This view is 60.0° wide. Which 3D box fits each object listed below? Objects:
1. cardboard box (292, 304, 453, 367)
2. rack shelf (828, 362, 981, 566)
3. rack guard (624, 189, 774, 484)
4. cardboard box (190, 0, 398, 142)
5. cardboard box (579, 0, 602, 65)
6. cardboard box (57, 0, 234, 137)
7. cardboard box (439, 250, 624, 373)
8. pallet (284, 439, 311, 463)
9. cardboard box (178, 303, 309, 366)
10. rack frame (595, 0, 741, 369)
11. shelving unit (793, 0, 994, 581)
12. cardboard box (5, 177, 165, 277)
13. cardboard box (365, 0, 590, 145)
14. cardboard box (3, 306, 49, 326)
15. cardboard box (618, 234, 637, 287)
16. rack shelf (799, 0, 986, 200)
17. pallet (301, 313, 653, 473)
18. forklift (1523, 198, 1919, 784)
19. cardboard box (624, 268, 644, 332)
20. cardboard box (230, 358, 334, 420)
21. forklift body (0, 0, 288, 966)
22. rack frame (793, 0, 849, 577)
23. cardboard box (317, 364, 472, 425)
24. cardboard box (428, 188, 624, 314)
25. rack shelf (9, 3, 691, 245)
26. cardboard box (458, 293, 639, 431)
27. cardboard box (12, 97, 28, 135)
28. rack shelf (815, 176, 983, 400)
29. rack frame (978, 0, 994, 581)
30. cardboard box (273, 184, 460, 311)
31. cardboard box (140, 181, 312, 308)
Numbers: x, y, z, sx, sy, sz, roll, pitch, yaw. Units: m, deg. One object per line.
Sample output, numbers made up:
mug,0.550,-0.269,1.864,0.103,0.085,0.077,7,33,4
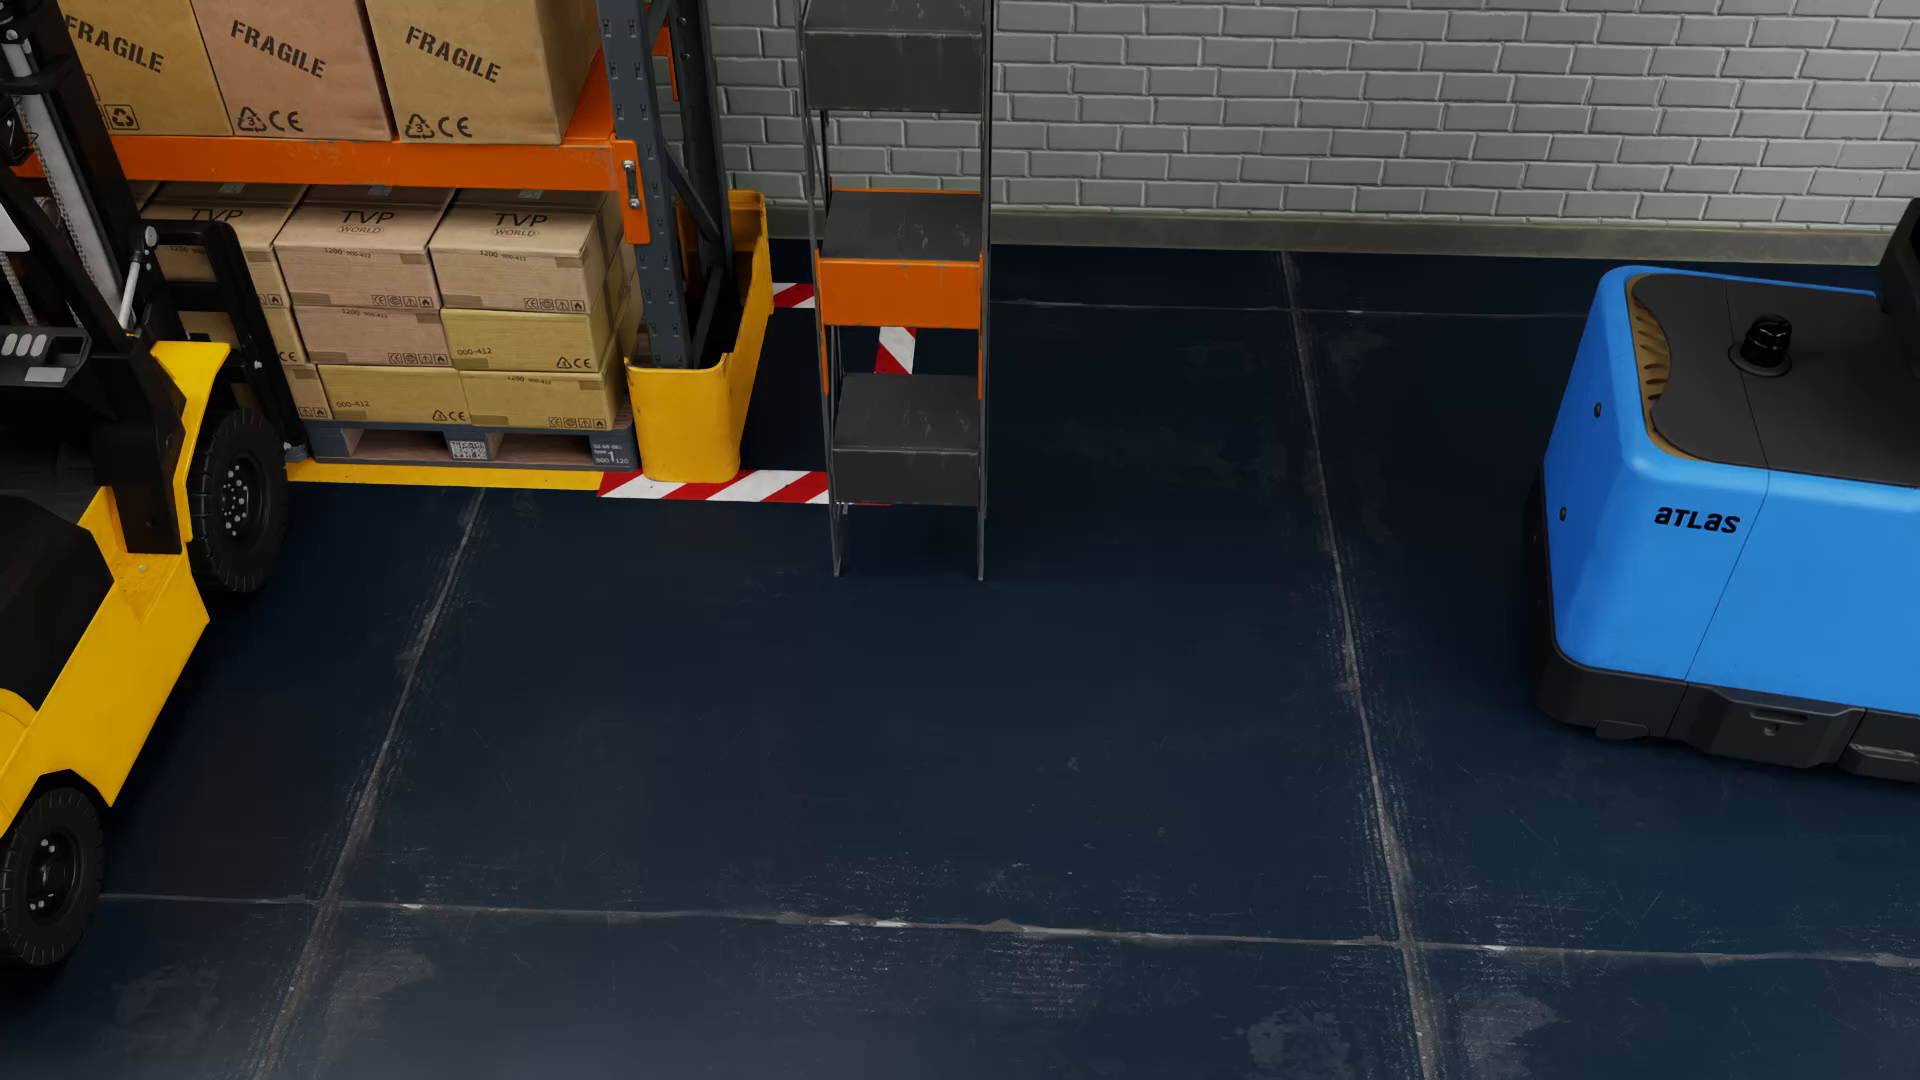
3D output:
cardboard box,-1.977,-0.858,5.813,0.500,0.250,0.500,1,43,1
rack shelf,-0.165,-0.251,5.526,0.480,0.518,0.431,2,43,2
rack guard,-0.952,-0.787,6.228,0.348,0.500,1.175,2,43,2
cardboard box,-1.998,-1.598,5.191,0.500,0.500,0.500,3,43,3
cardboard box,-1.459,-1.944,5.562,0.500,0.500,0.500,3,43,3
cardboard box,-2.510,-1.613,5.208,0.500,0.500,0.500,1,43,1
cardboard box,-1.477,-0.835,5.788,0.500,0.250,0.500,1,43,1
pallet,-2.958,-0.717,6.364,1.213,0.211,1.003,2,43,2
cardboard box,-2.494,-0.860,5.814,0.500,0.250,0.500,1,43,1
rack frame,-0.976,-1.703,5.377,0.127,3.000,1.000,2,43,2
shelving unit,-0.165,-0.773,5.040,0.503,2.100,0.431,2,43,2
cardboard box,-2.971,-1.059,5.662,0.500,0.250,0.500,1,43,1
cardboard box,-1.480,-1.576,5.167,0.500,0.500,0.500,1,43,1
cardboard box,-2.994,-0.877,5.834,0.500,0.250,0.500,2,43,2
cardboard box,-1.437,-1.189,6.168,0.500,0.250,0.500,2,43,3
rack shelf,-0.165,-1.276,4.572,0.480,0.518,0.431,2,43,2
pallet,-1.742,-0.677,6.322,1.213,0.211,1.003,2,43,2
forklift,3.339,-0.615,4.260,3.031,2.935,1.130,8,44,9
cardboard box,-1.458,-0.998,6.330,0.500,0.250,0.500,2,43,2
cardboard box,-2.456,-0.693,6.002,0.500,0.250,0.500,2,43,2
forklift body,-2.953,-0.208,4.395,1.214,2.155,2.313,2,43,2
rack frame,-0.409,-0.781,5.048,0.015,2.100,0.400,2,43,2
cardboard box,-1.956,-0.671,5.979,0.500,0.250,0.500,2,43,2
cardboard box,-1.451,-1.018,5.618,0.500,0.250,0.500,3,43,3
rack shelf,-2.974,-1.501,5.688,4.000,0.370,1.077,2,43,2
cardboard box,-1.460,-0.650,5.956,0.500,0.250,0.500,2,43,2
cardboard box,-3.012,-1.621,5.216,0.500,0.500,0.500,2,43,2
rack shelf,-0.165,-0.763,5.049,0.480,0.518,0.431,2,43,2
rack frame,0.079,-0.766,5.032,0.015,2.100,0.400,2,43,2
cardboard box,-1.961,-1.030,5.630,0.500,0.250,0.500,2,43,3
cardboard box,-2.465,-1.038,5.640,0.500,0.250,0.500,2,43,2
